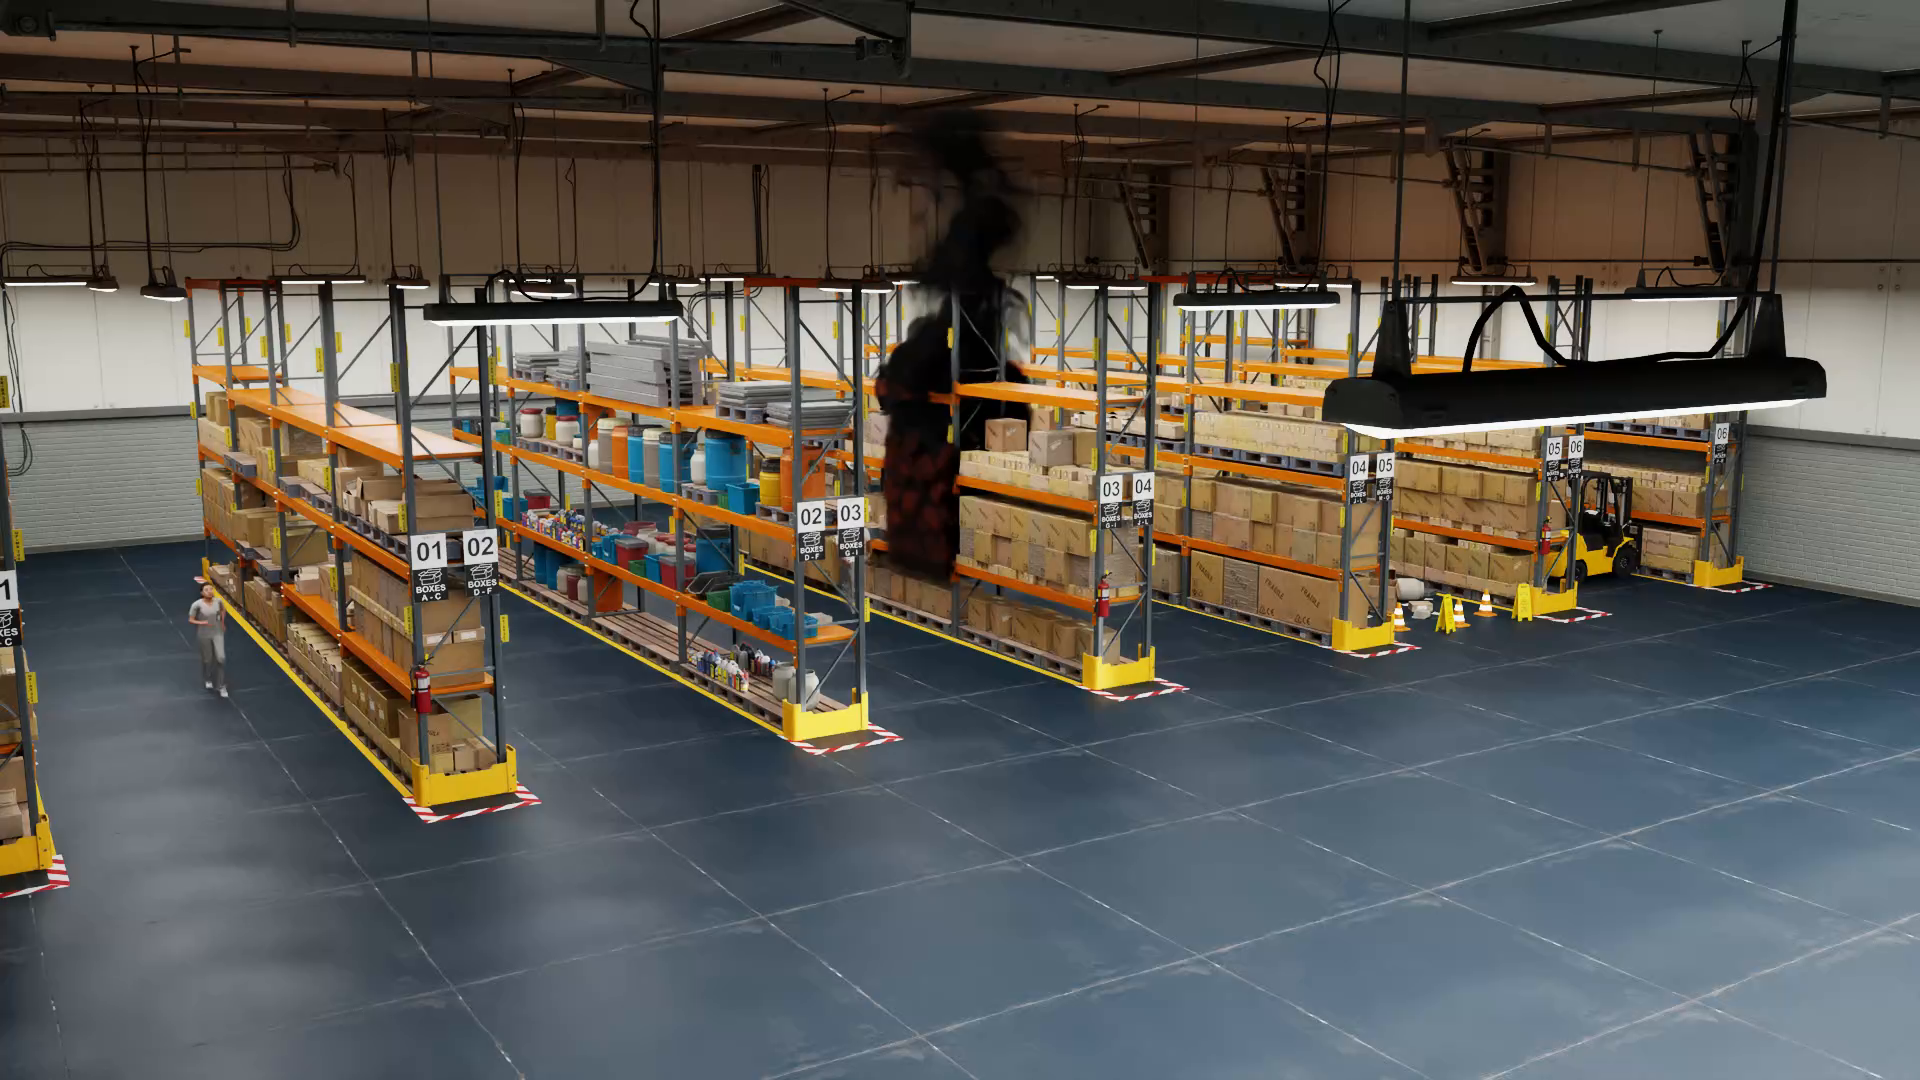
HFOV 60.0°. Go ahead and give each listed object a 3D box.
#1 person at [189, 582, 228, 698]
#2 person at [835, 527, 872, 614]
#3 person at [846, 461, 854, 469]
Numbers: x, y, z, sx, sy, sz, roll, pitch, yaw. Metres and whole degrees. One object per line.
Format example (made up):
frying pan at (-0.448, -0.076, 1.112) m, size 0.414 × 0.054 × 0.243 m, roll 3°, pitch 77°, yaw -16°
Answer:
person at (-11.017, 1.453, 24.407) m, size 0.550 × 1.724 × 0.763 m, roll -6°, pitch 12°, yaw -34°
person at (-1.856, 0.364, 28.902) m, size 0.704 × 1.760 × 0.656 m, roll -5°, pitch 11°, yaw -28°
person at (-2.802, -1.517, 41.809) m, size 0.945 × 1.762 × 0.671 m, roll -7°, pitch 12°, yaw -36°
